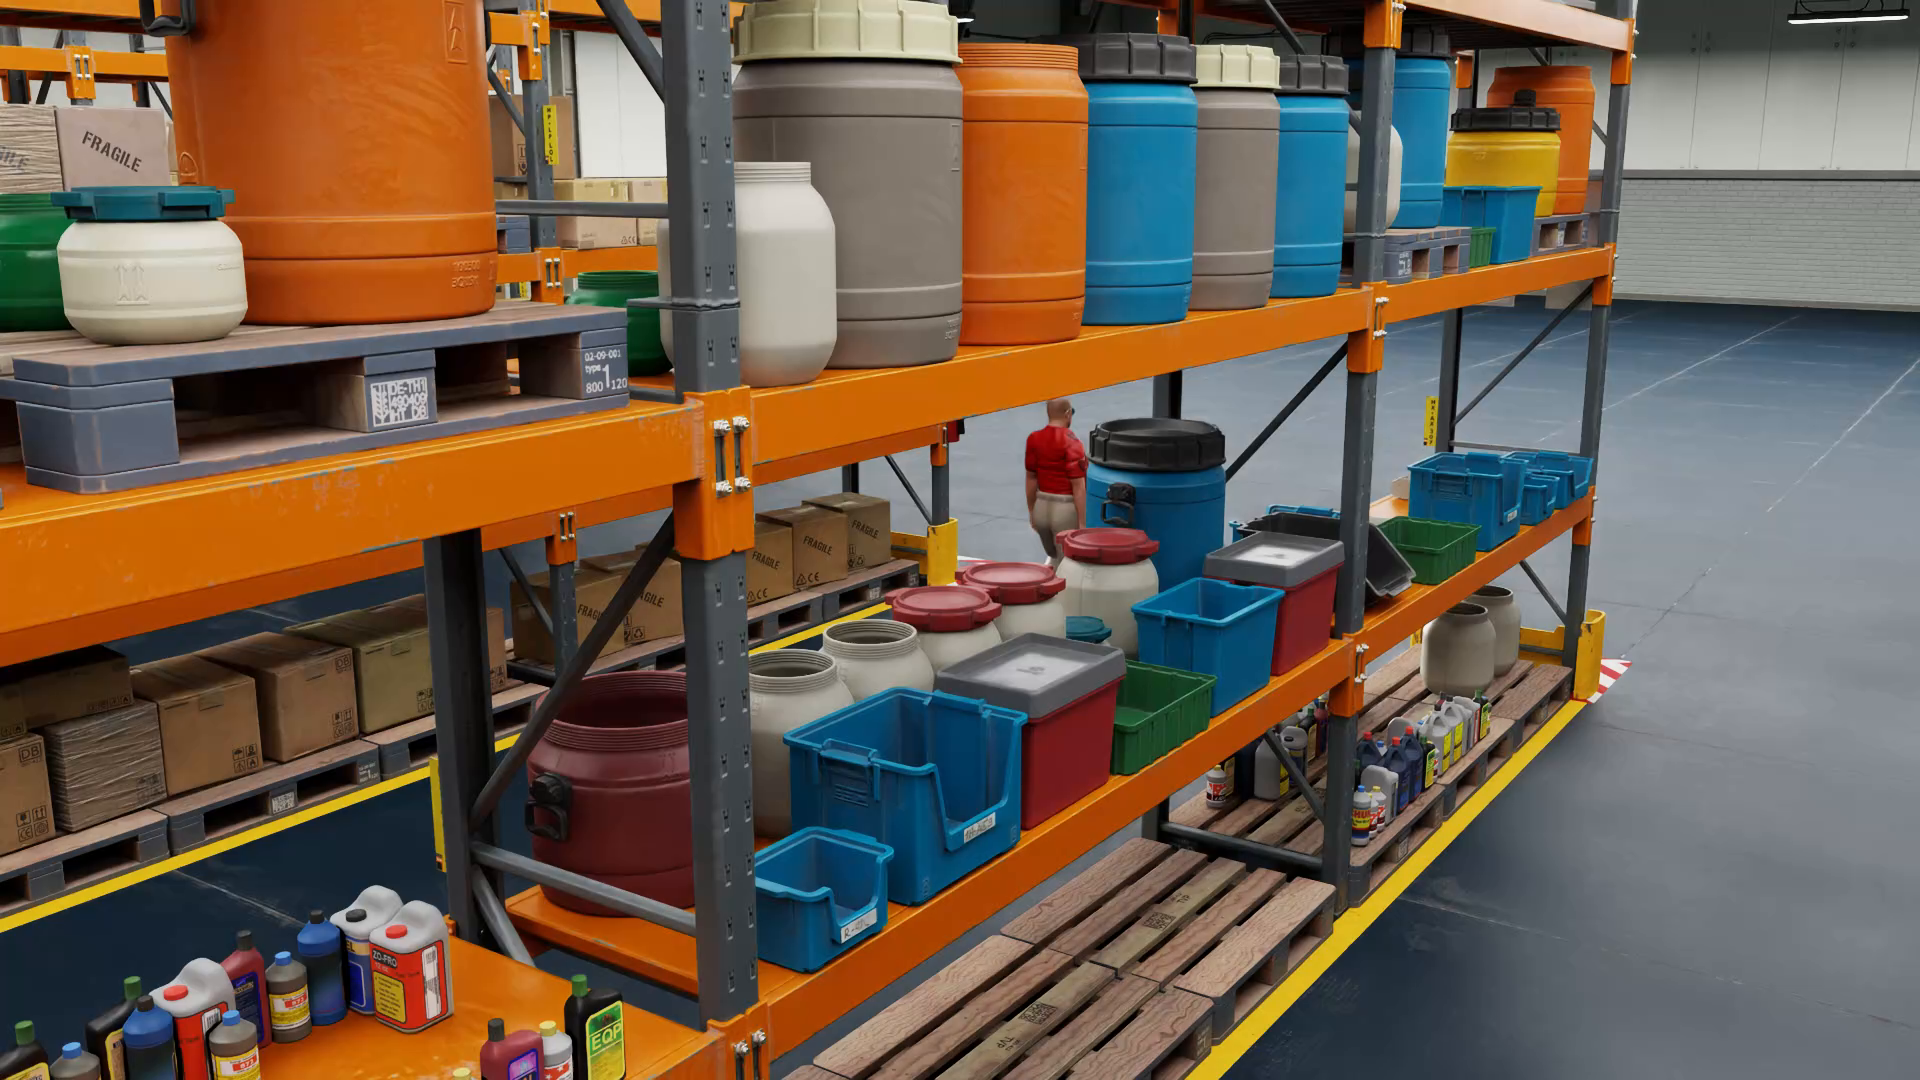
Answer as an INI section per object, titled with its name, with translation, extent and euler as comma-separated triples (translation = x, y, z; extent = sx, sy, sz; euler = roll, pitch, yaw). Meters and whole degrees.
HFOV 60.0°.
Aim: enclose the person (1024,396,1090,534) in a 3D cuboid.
[person]
translation = 0.713, -0.503, 11.613
extent = 0.339, 1.031, 0.567
euler = -11, 17, -41
